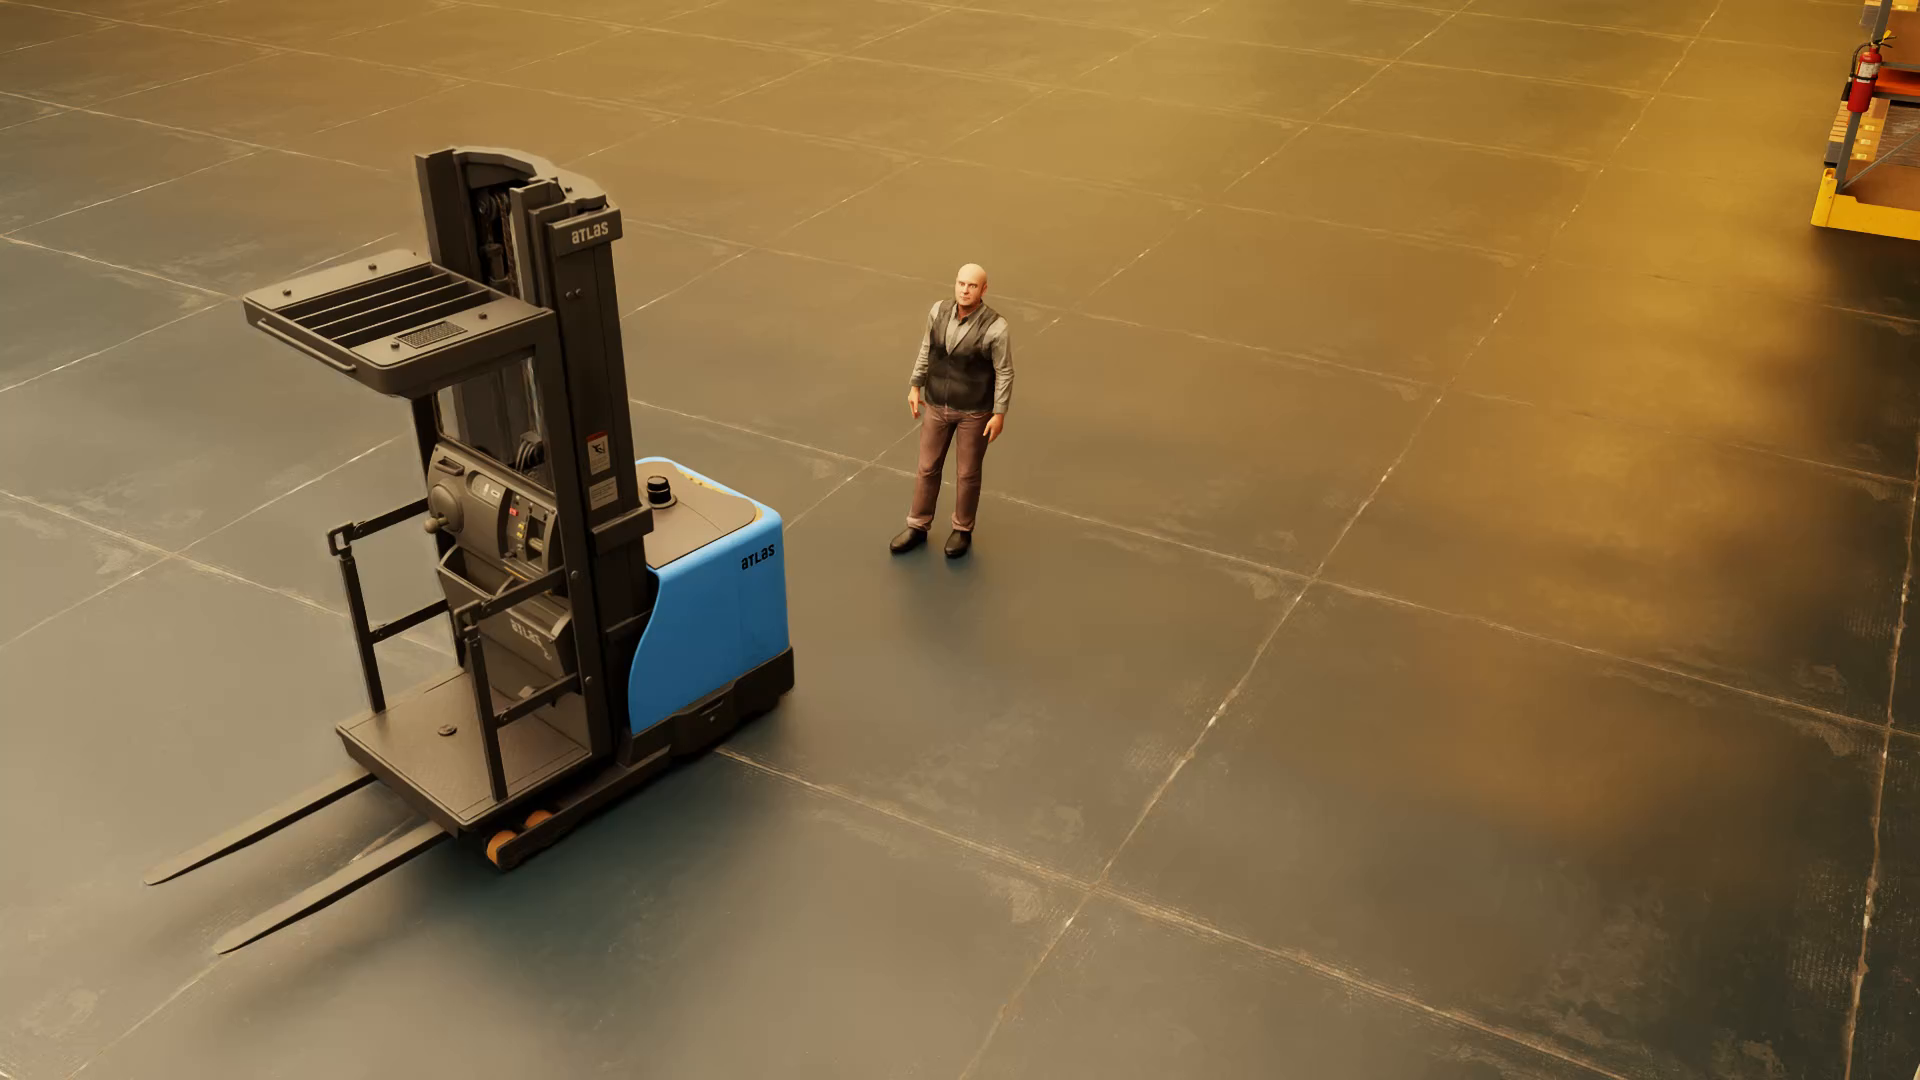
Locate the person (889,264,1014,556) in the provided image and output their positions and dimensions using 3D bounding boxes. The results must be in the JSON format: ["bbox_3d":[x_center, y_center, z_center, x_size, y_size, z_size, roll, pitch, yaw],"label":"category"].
[{"bbox_3d":[-0.037,-0.726,9.524,0.633,1.722,0.566,15,33,25],"label":"person"}]

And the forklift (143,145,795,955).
[{"bbox_3d":[-2.213,-0.086,7.220,1.130,2.935,3.031,24,38,35],"label":"forklift"}]
